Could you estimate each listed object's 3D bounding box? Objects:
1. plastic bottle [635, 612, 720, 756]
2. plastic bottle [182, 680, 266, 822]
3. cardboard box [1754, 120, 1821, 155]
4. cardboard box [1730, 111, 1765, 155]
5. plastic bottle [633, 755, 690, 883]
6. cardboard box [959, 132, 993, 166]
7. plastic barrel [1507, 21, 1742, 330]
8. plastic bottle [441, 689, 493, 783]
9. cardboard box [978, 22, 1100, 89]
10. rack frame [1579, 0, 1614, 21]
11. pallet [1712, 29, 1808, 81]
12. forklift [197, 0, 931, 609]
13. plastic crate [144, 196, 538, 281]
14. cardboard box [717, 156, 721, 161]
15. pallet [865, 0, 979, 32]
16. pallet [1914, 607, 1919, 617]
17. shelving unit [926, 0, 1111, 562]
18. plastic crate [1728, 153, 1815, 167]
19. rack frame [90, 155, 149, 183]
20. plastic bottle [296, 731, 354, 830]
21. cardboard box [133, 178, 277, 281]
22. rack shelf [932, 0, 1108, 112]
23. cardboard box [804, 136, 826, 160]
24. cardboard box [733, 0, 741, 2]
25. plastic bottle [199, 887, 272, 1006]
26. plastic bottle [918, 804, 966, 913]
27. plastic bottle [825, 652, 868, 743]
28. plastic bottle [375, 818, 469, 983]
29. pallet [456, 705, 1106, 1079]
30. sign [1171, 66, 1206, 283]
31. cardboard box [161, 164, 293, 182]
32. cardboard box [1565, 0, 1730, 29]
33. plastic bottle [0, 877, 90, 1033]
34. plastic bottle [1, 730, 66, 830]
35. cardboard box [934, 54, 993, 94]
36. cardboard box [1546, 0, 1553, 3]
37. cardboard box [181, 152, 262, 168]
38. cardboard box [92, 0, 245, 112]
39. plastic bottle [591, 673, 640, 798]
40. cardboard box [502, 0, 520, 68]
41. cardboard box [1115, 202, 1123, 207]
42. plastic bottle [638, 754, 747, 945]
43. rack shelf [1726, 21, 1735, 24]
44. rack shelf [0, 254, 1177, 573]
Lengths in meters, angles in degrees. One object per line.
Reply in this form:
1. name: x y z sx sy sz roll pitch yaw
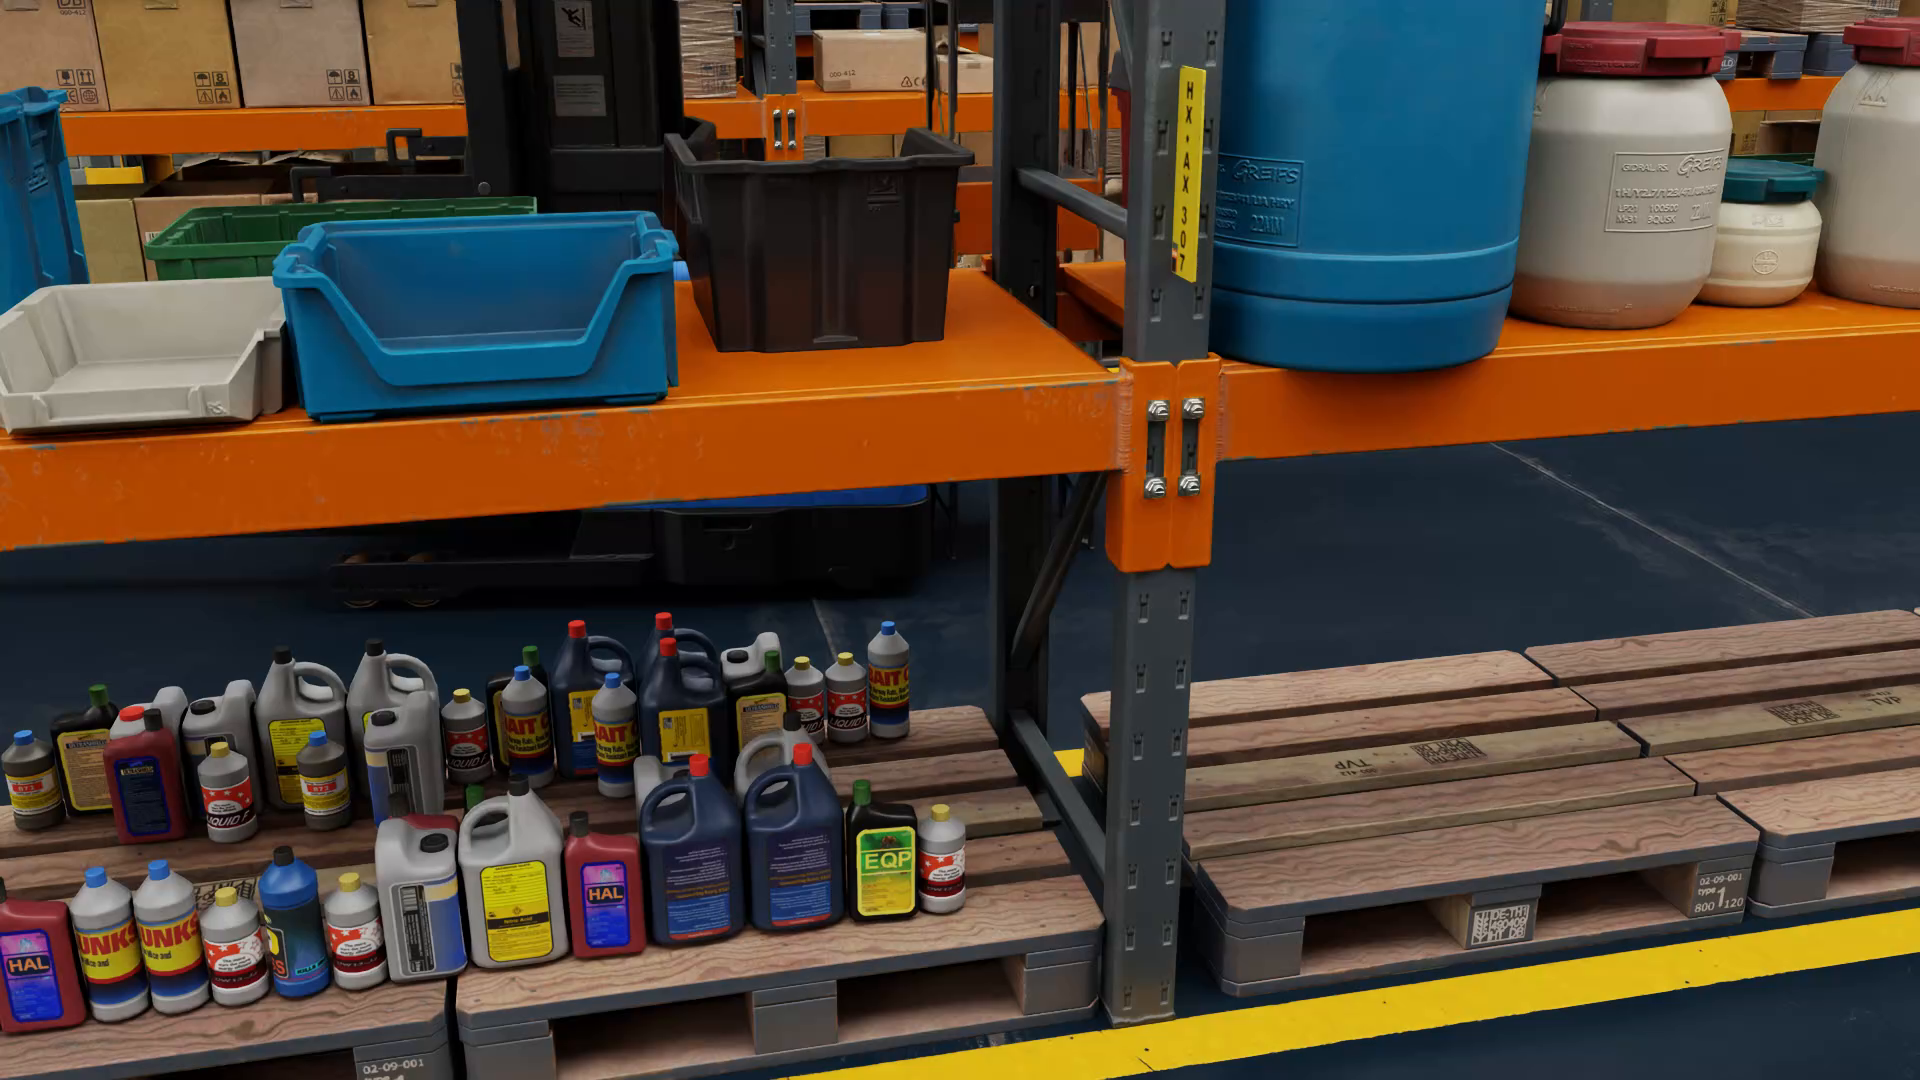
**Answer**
1. plastic bottle: -0.637 0.331 3.763 0.185 0.351 0.144 -4 21 -11
2. plastic bottle: -1.575 0.443 3.563 0.135 0.276 0.152 -5 21 -14
3. cardboard box: 4.905 -2.232 9.452 0.500 0.250 0.500 -5 21 -14
4. cardboard box: 6.501 -3.629 14.385 0.500 0.500 0.700 -4 21 -12
5. plastic bottle: -0.562 0.556 3.257 0.135 0.276 0.152 -5 21 -12
6. cardboard box: 0.163 -3.172 13.108 0.500 0.500 0.700 -5 21 -13
7. plastic barrel: 1.226 -0.698 3.161 0.433 0.535 0.433 0 20 0
8. plastic bottle: -1.101 0.430 3.708 0.097 0.201 0.097 0 20 0
9. cardboard box: 0.372 -2.434 7.953 0.500 0.500 0.500 -3 20 -9
10. rack frame: 3.001 -2.607 8.569 0.127 3.000 1.000 -5 21 -12
11. pallet: 3.644 -2.594 8.813 1.003 0.211 1.213 -5 21 -12
12. forklift: -1.626 -1.347 5.232 3.031 2.935 1.130 -1 20 -2
13. plastic crate: -1.142 -0.519 3.179 0.662 0.188 0.450 -5 21 -12
14. cardboard box: -1.415 -1.616 8.163 0.500 0.500 0.500 -5 21 -12
15. pallet: -0.060 -4.004 12.663 1.213 0.211 1.003 -5 21 -12
16. pallet: 3.374 0.409 4.390 1.213 0.211 1.003 -5 21 -12
17. shelving unit: 0.175 -0.998 5.487 0.503 2.100 0.431 -4 21 -11
18. plastic crate: 1.874 -0.764 3.849 0.662 0.188 0.450 -5 21 -12
19. rack frame: -5.928 -3.631 11.366 0.127 3.000 1.000 -5 21 -12
20. plastic bottle: -1.345 0.501 3.515 0.097 0.201 0.097 0 20 0
21. cardboard box: -3.242 -1.284 7.255 0.500 0.500 0.500 -5 21 -12
22. rack shelf: 0.175 -1.643 5.251 0.480 0.518 0.431 -4 21 -11
23. cardboard box: -1.323 -3.044 12.759 0.500 0.500 0.700 -4 20 -11
24. cardboard box: -1.532 -4.230 12.217 0.500 0.500 0.700 -5 21 -12
25. plastic bottle: -1.285 0.710 2.943 0.097 0.201 0.097 0 20 0
26. plastic bottle: -0.037 0.609 3.220 0.097 0.201 0.097 0 20 0
27. plastic bottle: -0.266 0.362 3.893 0.097 0.201 0.097 0 20 0
28. plastic bottle: -0.976 0.640 3.025 0.135 0.276 0.152 -4 21 -11
29. pallet: -0.419 0.717 3.550 1.213 0.211 1.003 -5 21 -12
30. sign: 0.360 -0.577 2.625 0.005 0.325 0.100 -5 21 -12
31. cardboard box: -3.361 -1.458 7.730 0.500 0.500 0.500 -5 21 -12
32. cardboard box: 3.588 -2.938 8.719 0.500 0.500 0.700 -12 24 -31
33. plastic bottle: -1.588 0.703 2.844 0.133 0.283 0.061 -4 21 -12
34. plastic bottle: -1.962 0.500 3.517 0.097 0.201 0.097 0 20 0
35. cardboard box: 0.017 -2.174 7.753 0.250 0.149 0.380 -5 21 -12
36. cardboard box: 4.864 -4.612 13.438 0.500 0.500 0.500 -4 21 -12
37. cardboard box: -5.234 -2.600 11.821 0.500 0.311 0.500 -7 21 -19
38. cardboard box: -3.333 -2.133 7.133 0.500 0.500 0.700 -5 21 -12
39. plastic bottle: -0.750 0.420 3.635 0.097 0.271 0.097 0 20 0
40. cardboard box: -1.834 -2.256 7.466 0.500 0.500 0.700 -5 21 -13
41. cardboard box: 1.063 -1.531 8.204 0.500 0.311 0.500 -4 21 -11
42. plastic bottle: -0.503 0.568 3.114 0.185 0.351 0.144 -6 21 -15
43. rack shelf: 7.696 -4.401 14.515 4.000 0.370 1.077 -5 21 -12
44. rack shelf: -1.702 -0.136 2.869 4.000 0.370 1.077 -5 21 -12
